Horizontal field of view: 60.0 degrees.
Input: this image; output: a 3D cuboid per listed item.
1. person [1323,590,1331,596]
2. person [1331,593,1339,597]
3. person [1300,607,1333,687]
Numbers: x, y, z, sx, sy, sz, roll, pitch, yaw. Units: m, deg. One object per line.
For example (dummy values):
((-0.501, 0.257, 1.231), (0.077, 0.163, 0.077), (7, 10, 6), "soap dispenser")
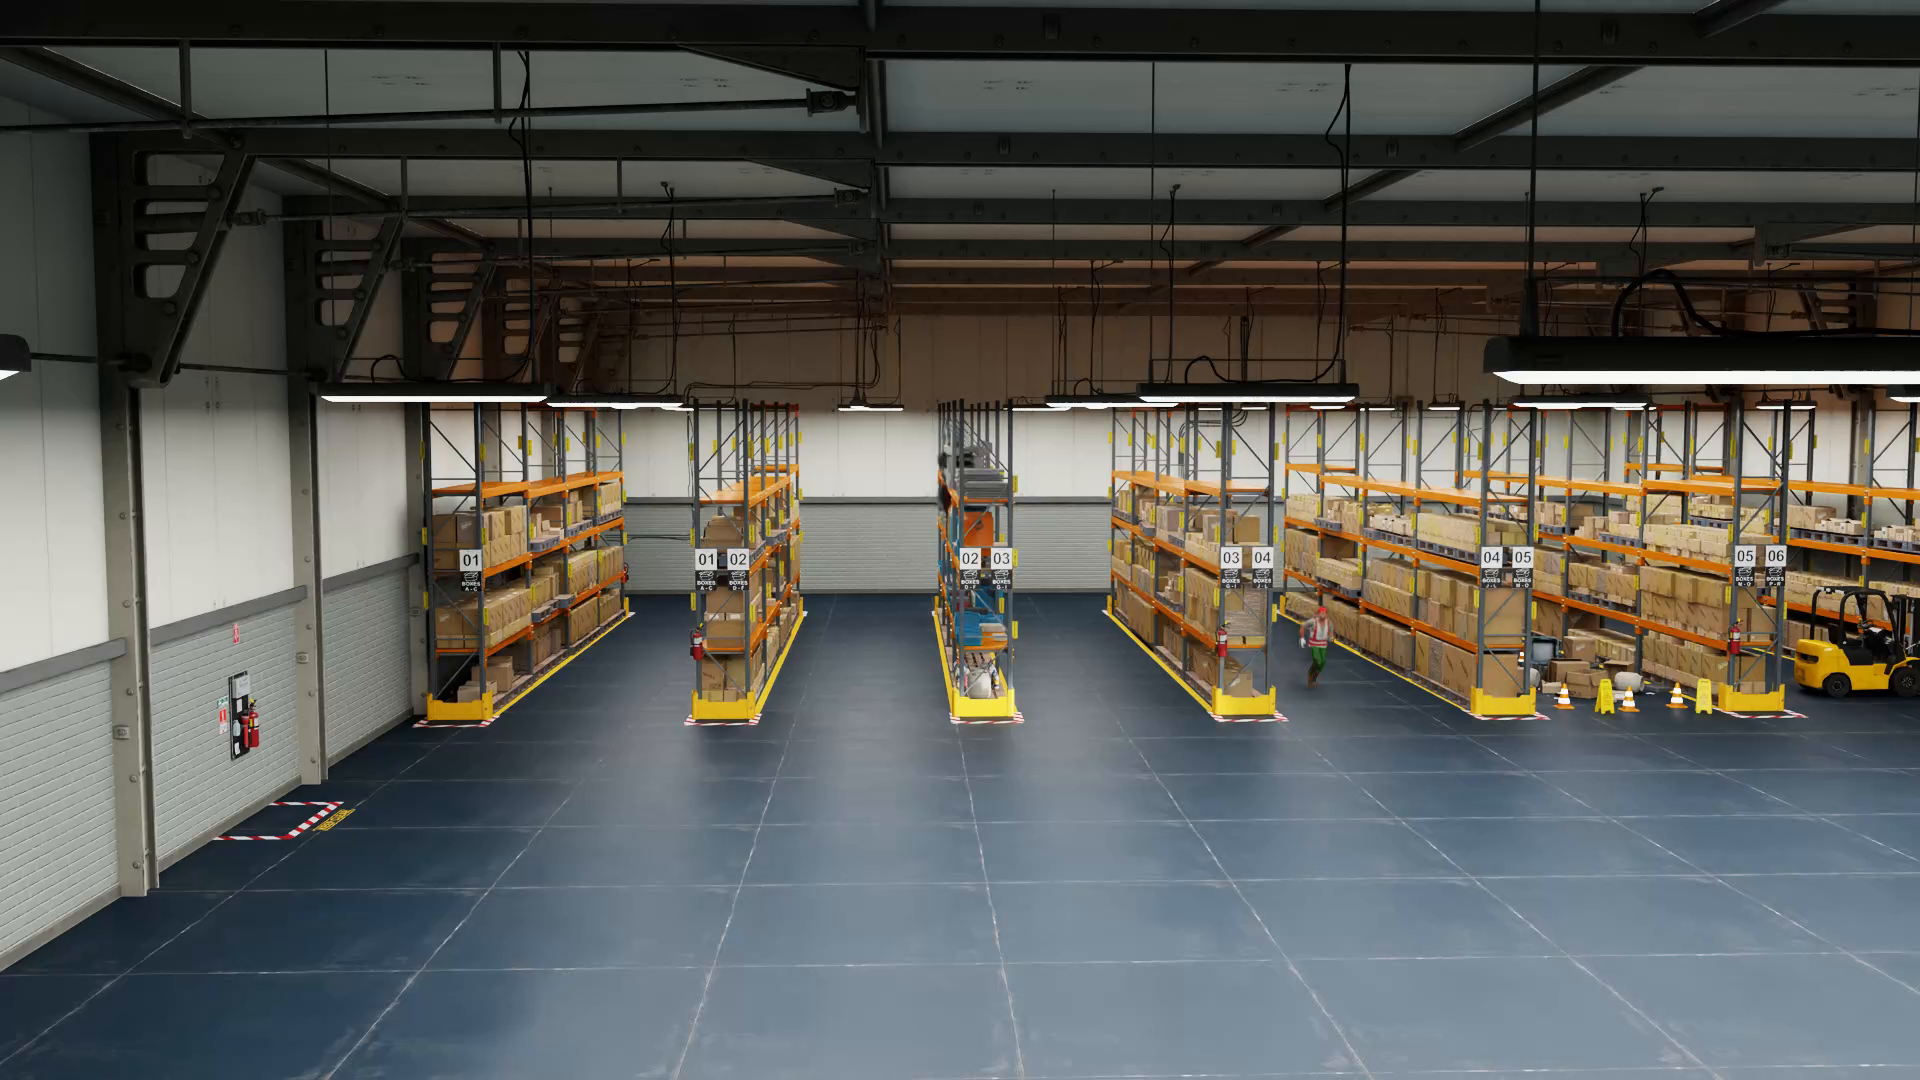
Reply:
((10.758, 1.135, 49.433), (0.723, 1.702, 0.649), (-1, 4, -14), "person")
((10.886, 1.181, 48.377), (0.714, 1.778, 0.842), (-3, 5, -38), "person")
((7.466, 2.222, 34.551), (0.620, 1.700, 0.719), (-2, 5, -21), "person")
